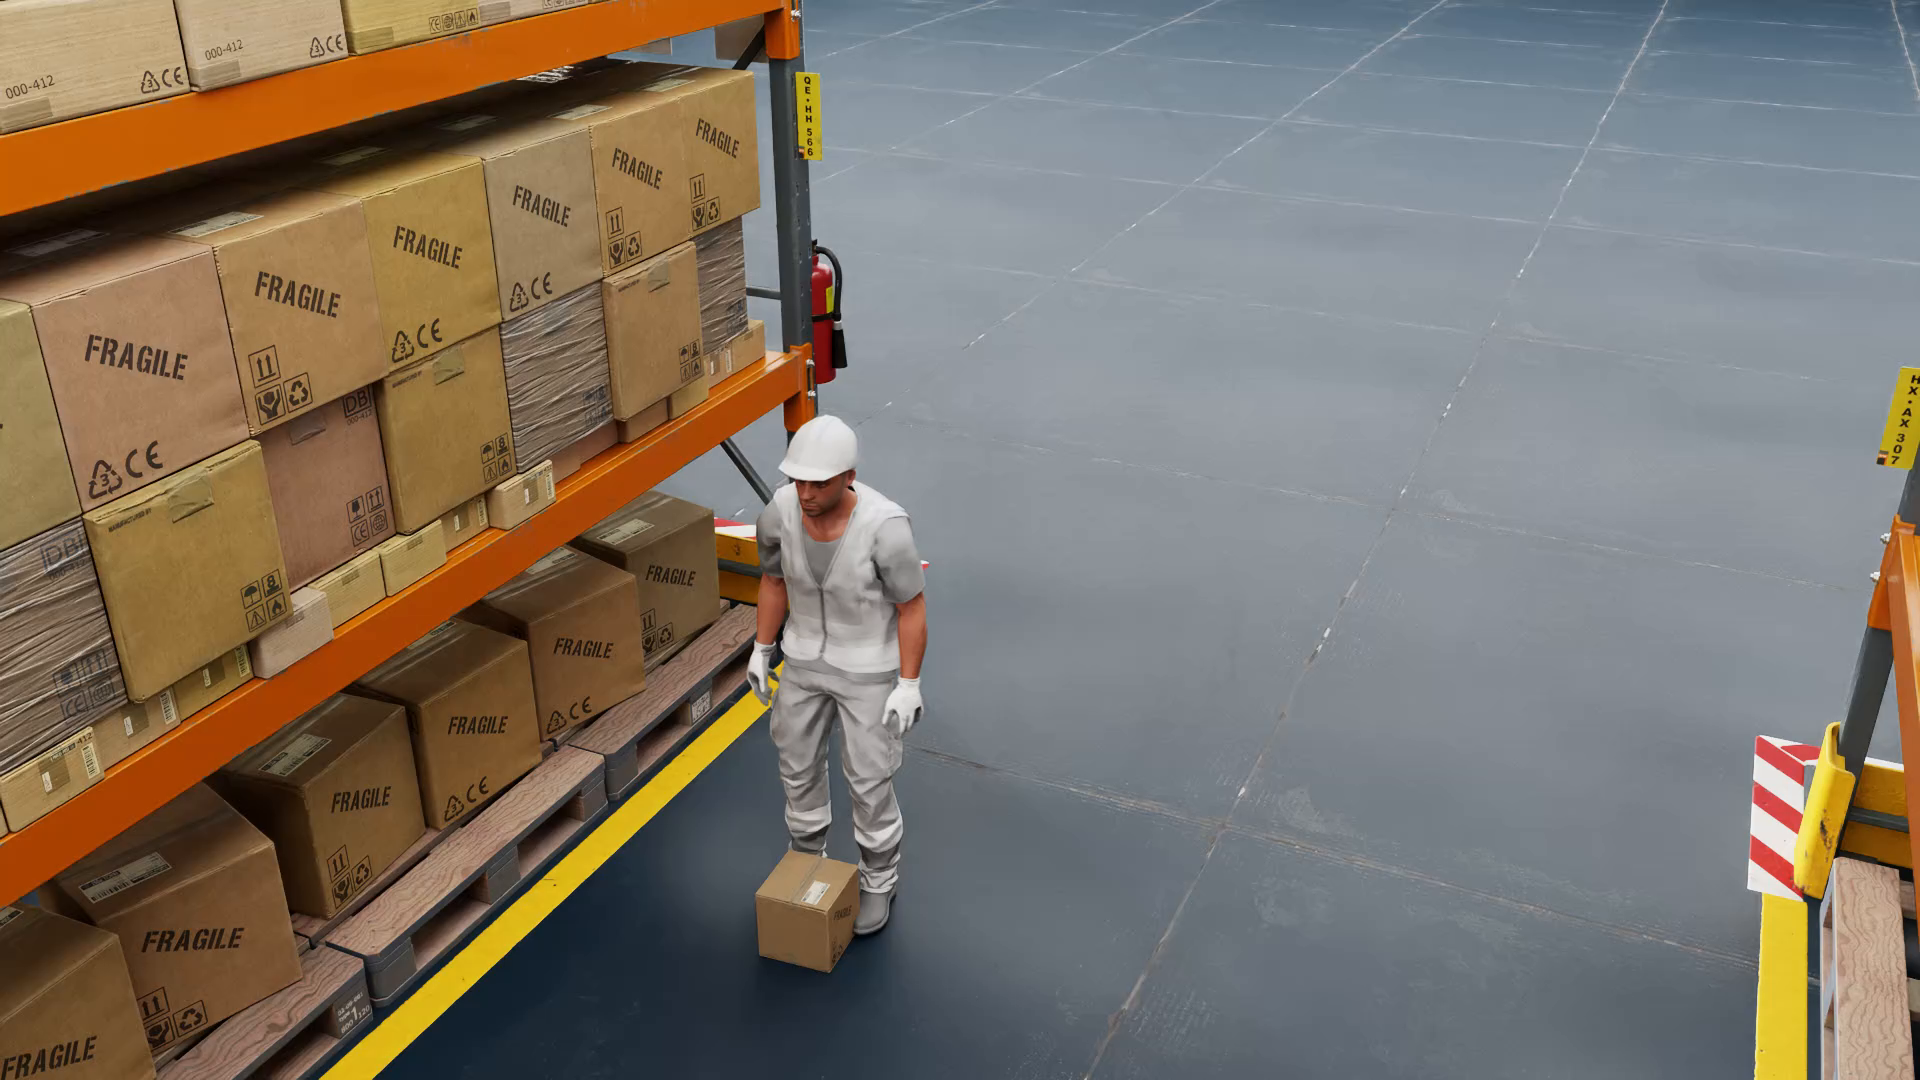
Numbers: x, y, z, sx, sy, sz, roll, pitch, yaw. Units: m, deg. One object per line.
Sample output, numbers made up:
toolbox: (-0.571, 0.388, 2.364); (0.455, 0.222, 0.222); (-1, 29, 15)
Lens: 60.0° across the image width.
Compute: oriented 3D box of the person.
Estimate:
person: (-0.393, 0.422, 5.225); (0.609, 1.779, 0.454); (11, 28, 22)
